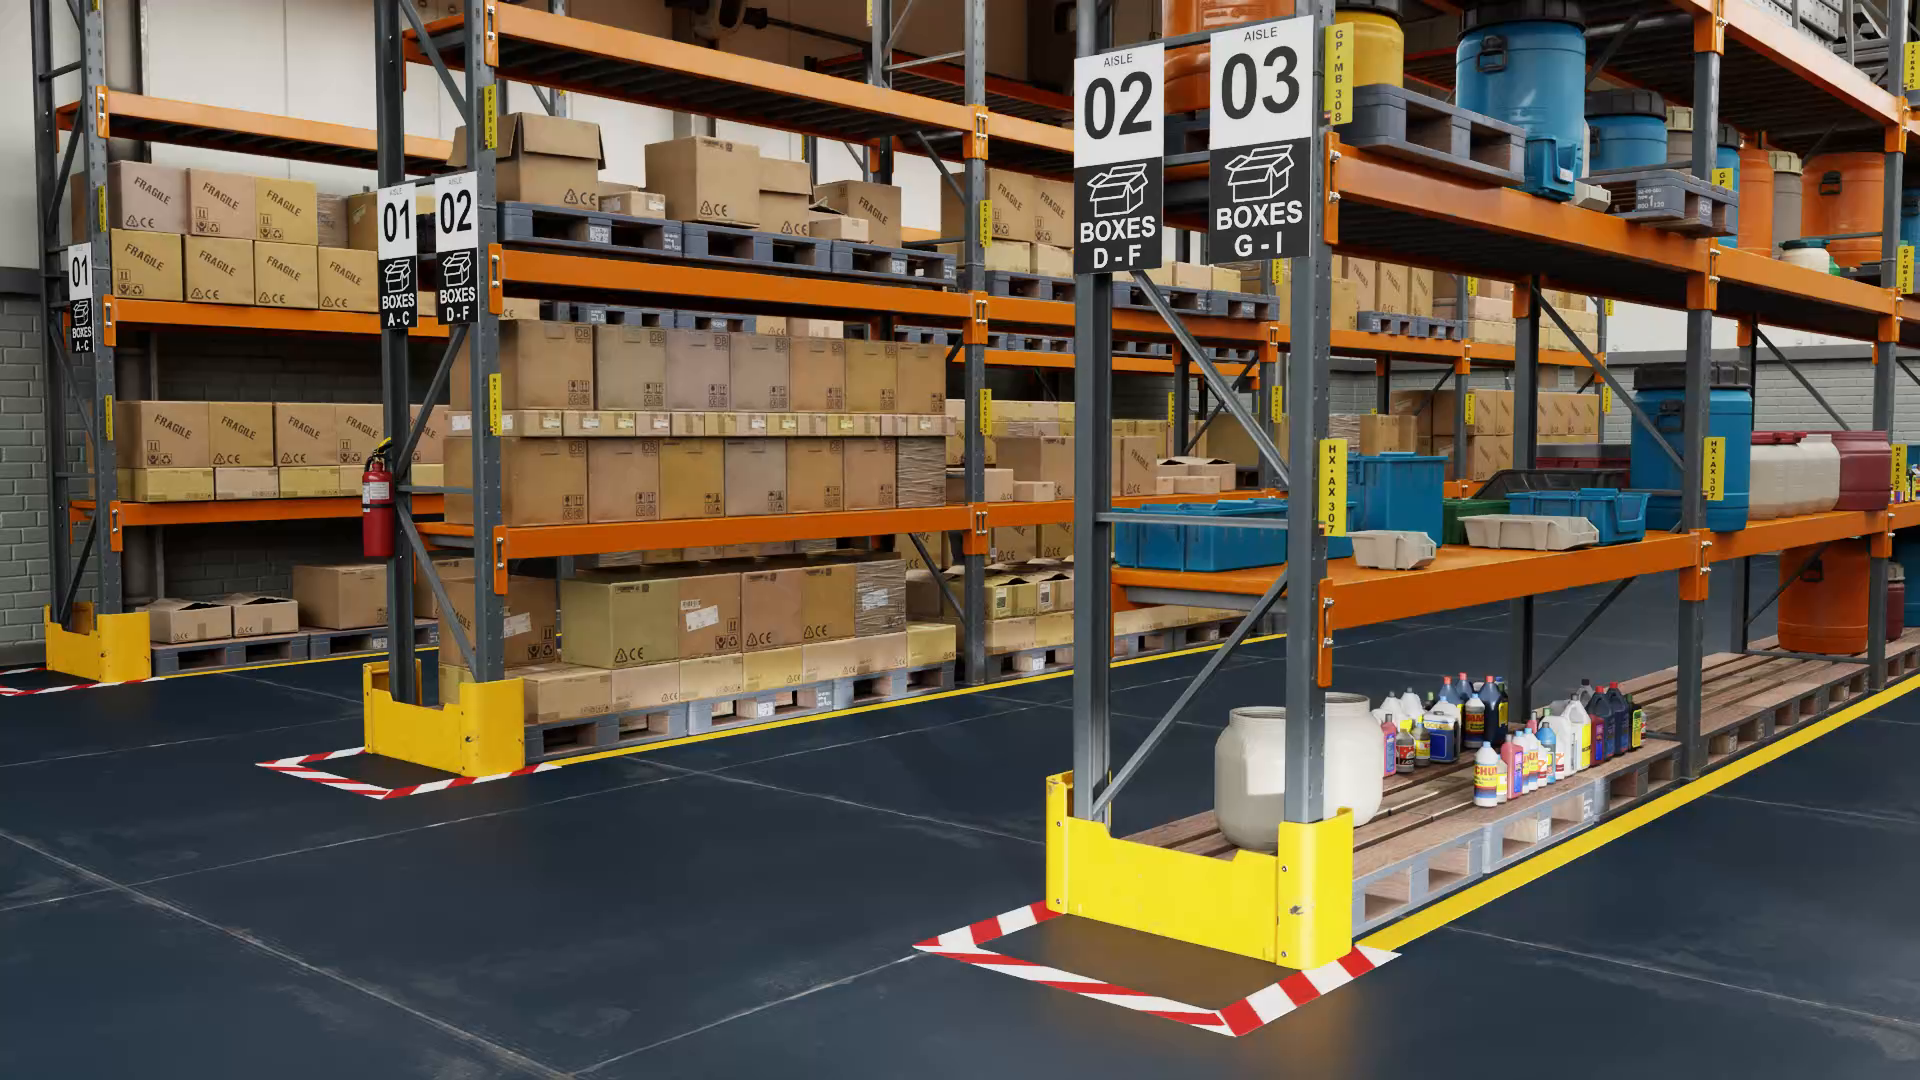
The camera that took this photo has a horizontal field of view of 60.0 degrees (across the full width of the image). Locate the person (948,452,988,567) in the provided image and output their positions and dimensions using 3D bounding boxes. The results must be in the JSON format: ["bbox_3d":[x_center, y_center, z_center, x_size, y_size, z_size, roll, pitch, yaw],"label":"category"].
[{"bbox_3d":[0.081,-0.105,17.166,0.511,1.654,0.351,3,5,41],"label":"person"}]
